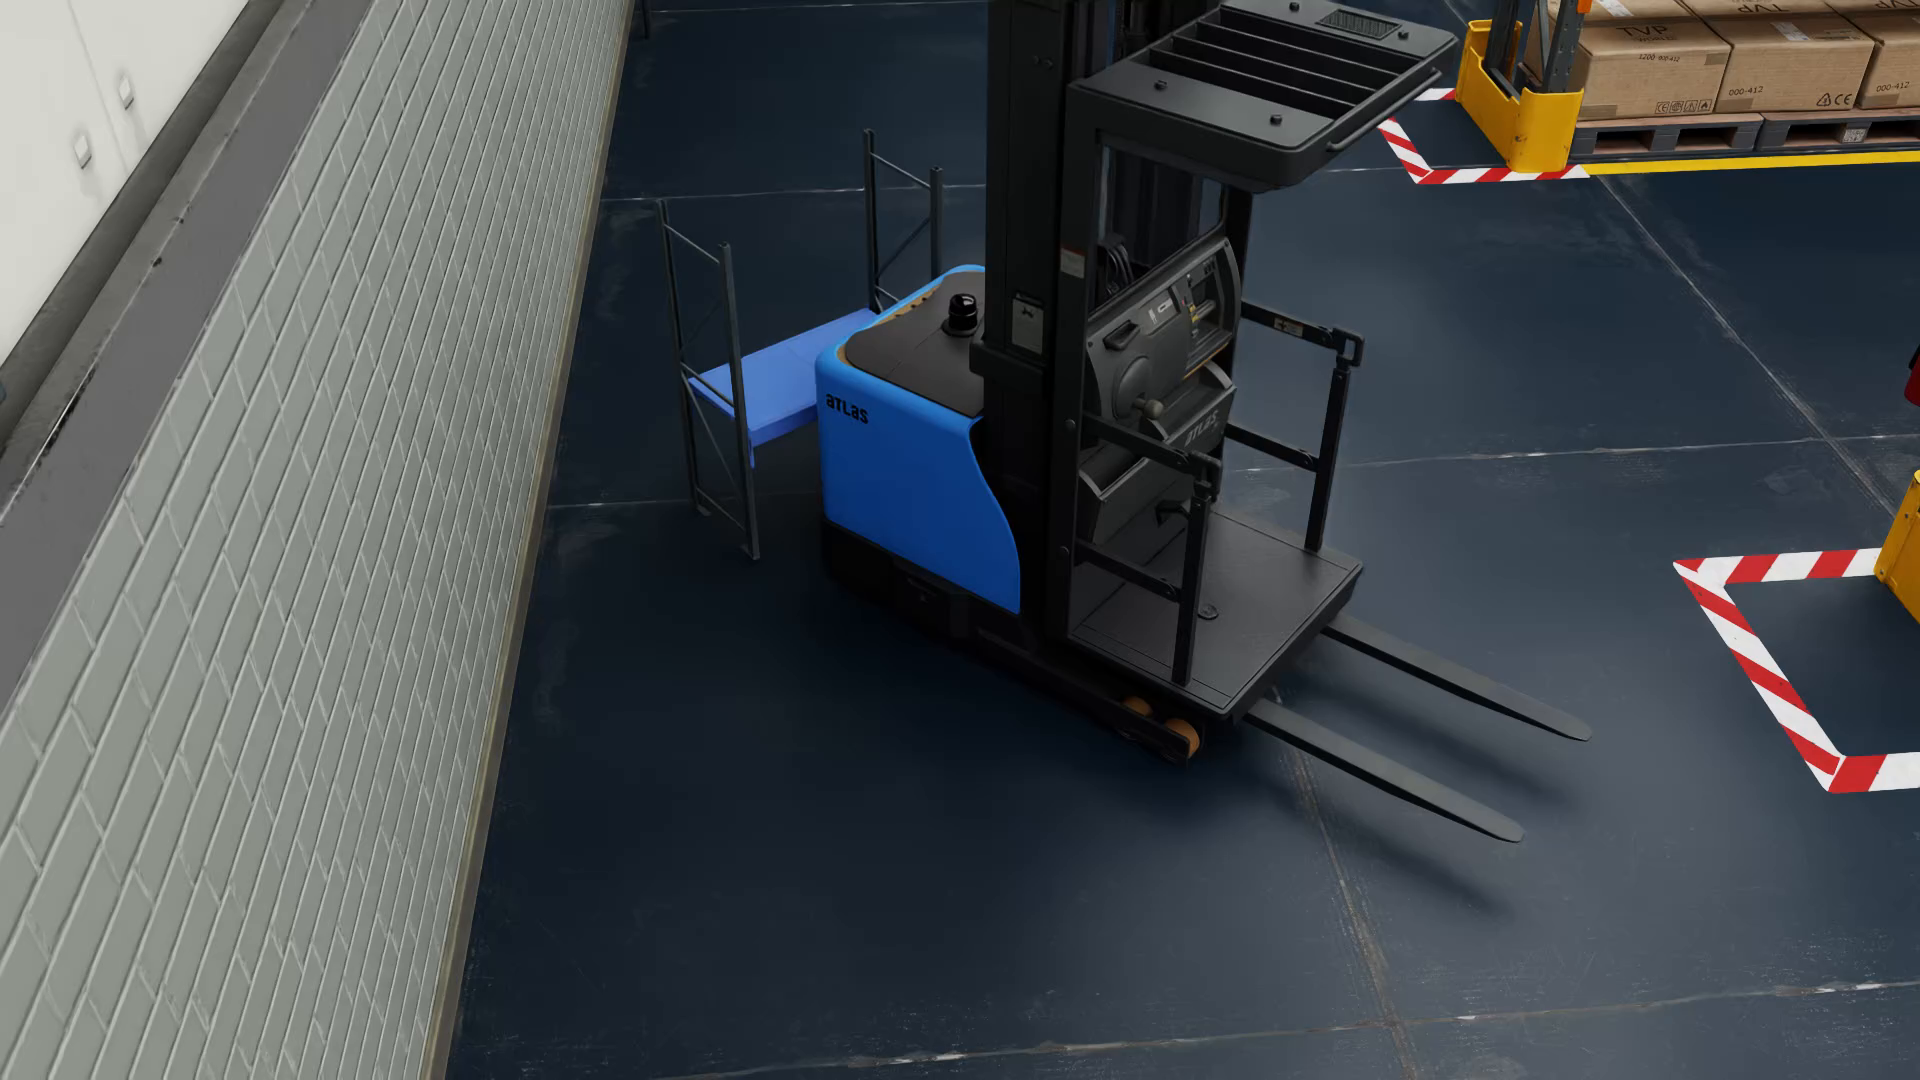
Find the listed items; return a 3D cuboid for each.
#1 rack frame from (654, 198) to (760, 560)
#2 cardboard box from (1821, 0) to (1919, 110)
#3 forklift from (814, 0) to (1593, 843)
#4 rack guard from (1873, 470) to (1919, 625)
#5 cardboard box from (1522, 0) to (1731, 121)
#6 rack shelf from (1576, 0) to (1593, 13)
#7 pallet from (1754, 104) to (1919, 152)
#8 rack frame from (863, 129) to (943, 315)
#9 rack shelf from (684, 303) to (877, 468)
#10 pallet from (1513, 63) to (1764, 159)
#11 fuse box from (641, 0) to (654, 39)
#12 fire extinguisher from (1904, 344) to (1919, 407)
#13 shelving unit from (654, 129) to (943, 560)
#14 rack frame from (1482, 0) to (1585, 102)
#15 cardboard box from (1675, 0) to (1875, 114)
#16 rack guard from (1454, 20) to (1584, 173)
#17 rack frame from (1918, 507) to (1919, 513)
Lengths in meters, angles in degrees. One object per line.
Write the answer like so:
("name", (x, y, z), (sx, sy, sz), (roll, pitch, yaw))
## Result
("rack frame", (-1.029, -0.627, 6.834), (0.032, 1.500, 0.500), (-27, 46, -30))
("cardboard box", (5.948, -3.125, 10.519), (0.875, 0.438, 0.875), (-4, 38, -5))
("forklift", (0.892, -0.696, 5.765), (3.031, 2.935, 1.130), (26, 45, 29))
("rack guard", (4.105, 0.261, 6.515), (0.348, 0.500, 1.175), (-3, 38, -4))
("cardboard box", (4.138, -3.021, 10.387), (0.875, 0.438, 0.875), (-4, 38, -6))
("rack shelf", (5.482, -3.592, 9.961), (4.000, 0.370, 1.077), (-3, 38, -4))
("pallet", (5.492, -2.827, 10.662), (1.213, 0.211, 1.003), (-3, 38, -4))
("rack frame", (-0.242, -1.026, 7.339), (0.032, 1.500, 0.500), (-27, 46, -30))
("rack shelf", (-0.635, -0.685, 7.198), (1.000, 0.185, 0.538), (-27, 46, -30))
("pallet", (4.279, -2.762, 10.580), (1.213, 0.211, 1.003), (-3, 38, -4))
("fuse box", (-2.165, -4.239, 11.241), (0.414, 1.711, 0.539), (-3, 38, -4))
("fire extinguisher", (3.737, -0.810, 6.218), (0.183, 0.674, 0.296), (-3, 38, -4))
("shelving unit", (-0.635, -0.826, 7.087), (1.048, 1.500, 0.538), (-27, 46, -30))
("rack frame", (3.490, -3.764, 9.599), (0.127, 3.000, 1.000), (-3, 38, -4))
("cardboard box", (5.049, -3.077, 10.457), (0.875, 0.438, 0.875), (-2, 38, -3))
("rack guard", (3.466, -2.782, 10.372), (0.348, 0.500, 1.175), (-3, 38, -4))
("rack frame", (4.029, -0.716, 5.736), (0.127, 3.000, 1.000), (-3, 38, -4))
